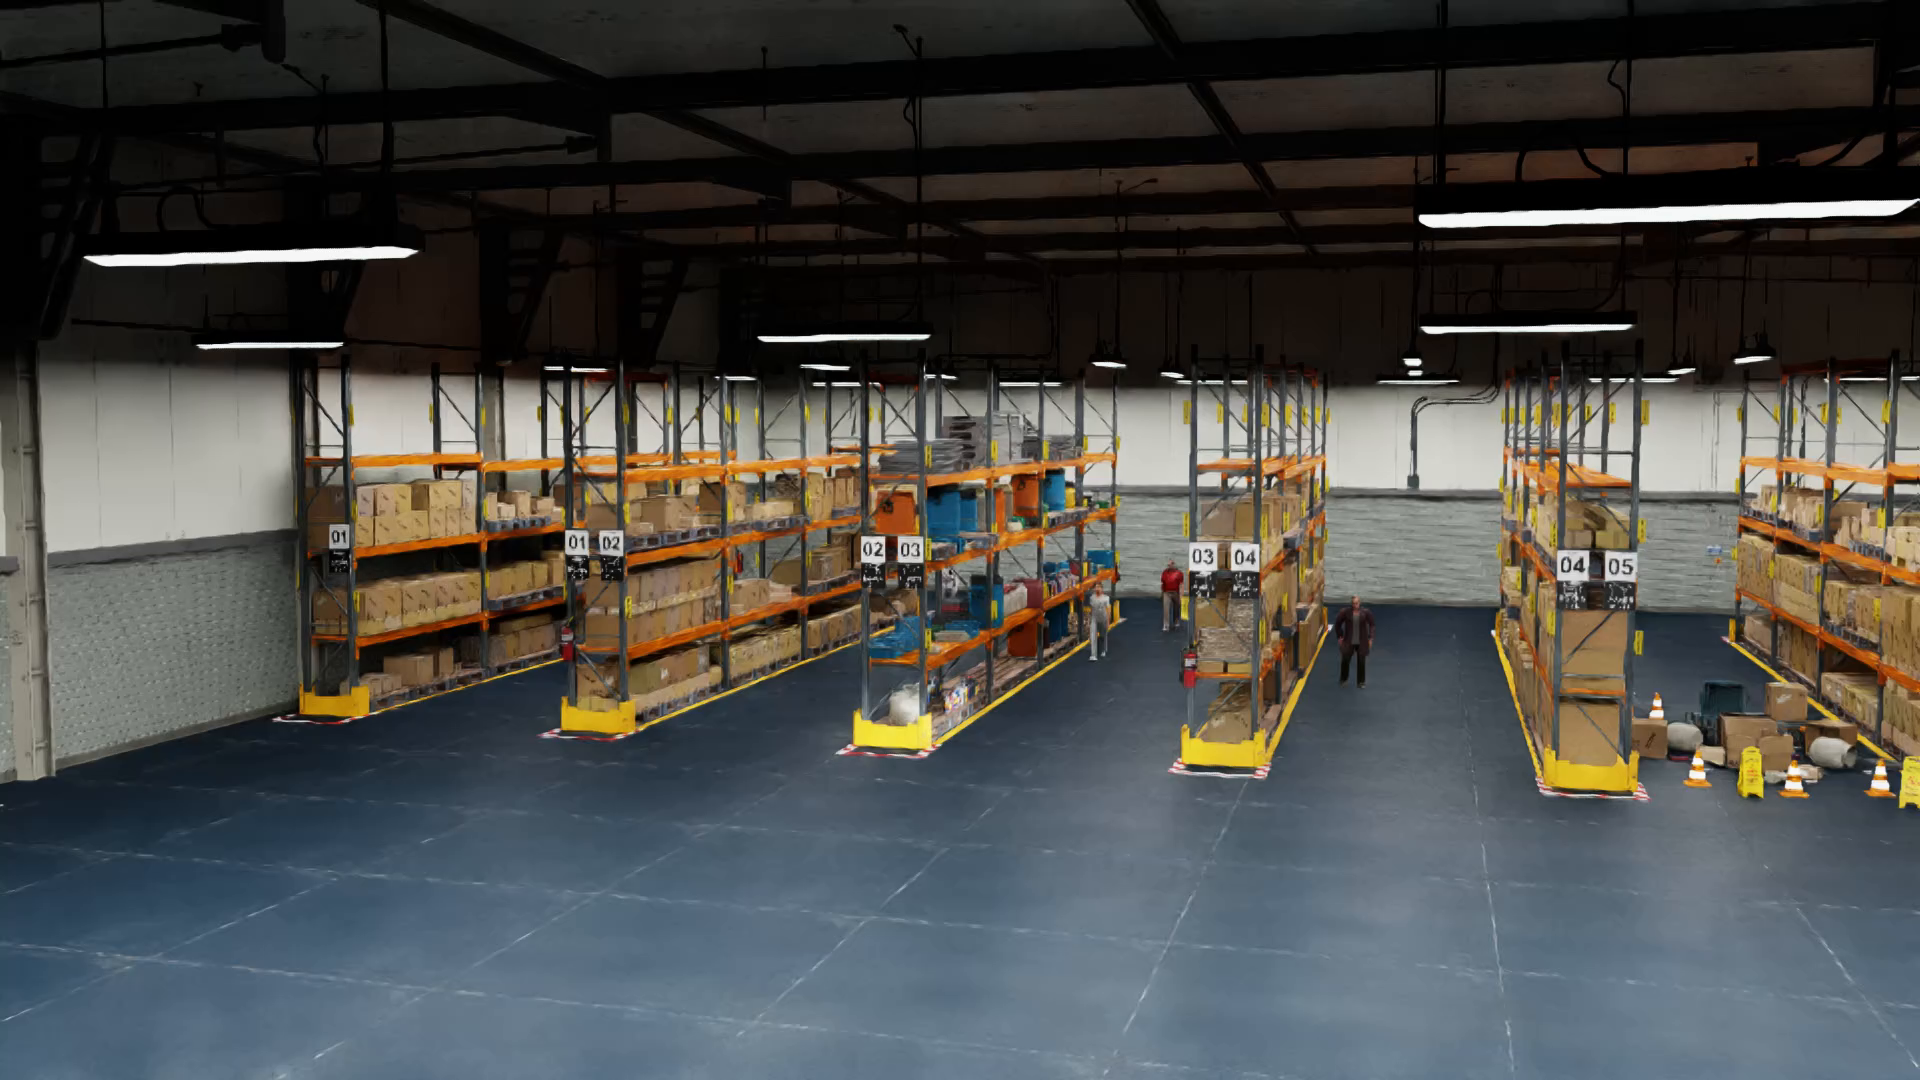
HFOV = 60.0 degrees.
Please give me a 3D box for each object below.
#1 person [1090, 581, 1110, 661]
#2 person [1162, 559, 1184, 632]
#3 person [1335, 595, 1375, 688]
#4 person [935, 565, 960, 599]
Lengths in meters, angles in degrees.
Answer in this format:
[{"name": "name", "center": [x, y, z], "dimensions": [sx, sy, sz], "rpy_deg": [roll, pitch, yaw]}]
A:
[{"name": "person", "center": [2.860, 1.643, 34.001], "dimensions": [0.453, 1.612, 1.019], "rpy_deg": [1, 4, 14]}, {"name": "person", "center": [4.929, 1.274, 38.563], "dimensions": [0.556, 1.666, 1.030], "rpy_deg": [1, 4, 15]}, {"name": "person", "center": [7.254, 1.851, 30.556], "dimensions": [0.729, 1.733, 0.546], "rpy_deg": [1, 4, 14]}, {"name": "person", "center": [-0.302, 1.167, 40.427], "dimensions": [0.639, 1.628, 0.512], "rpy_deg": [1, 4, 14]}]
